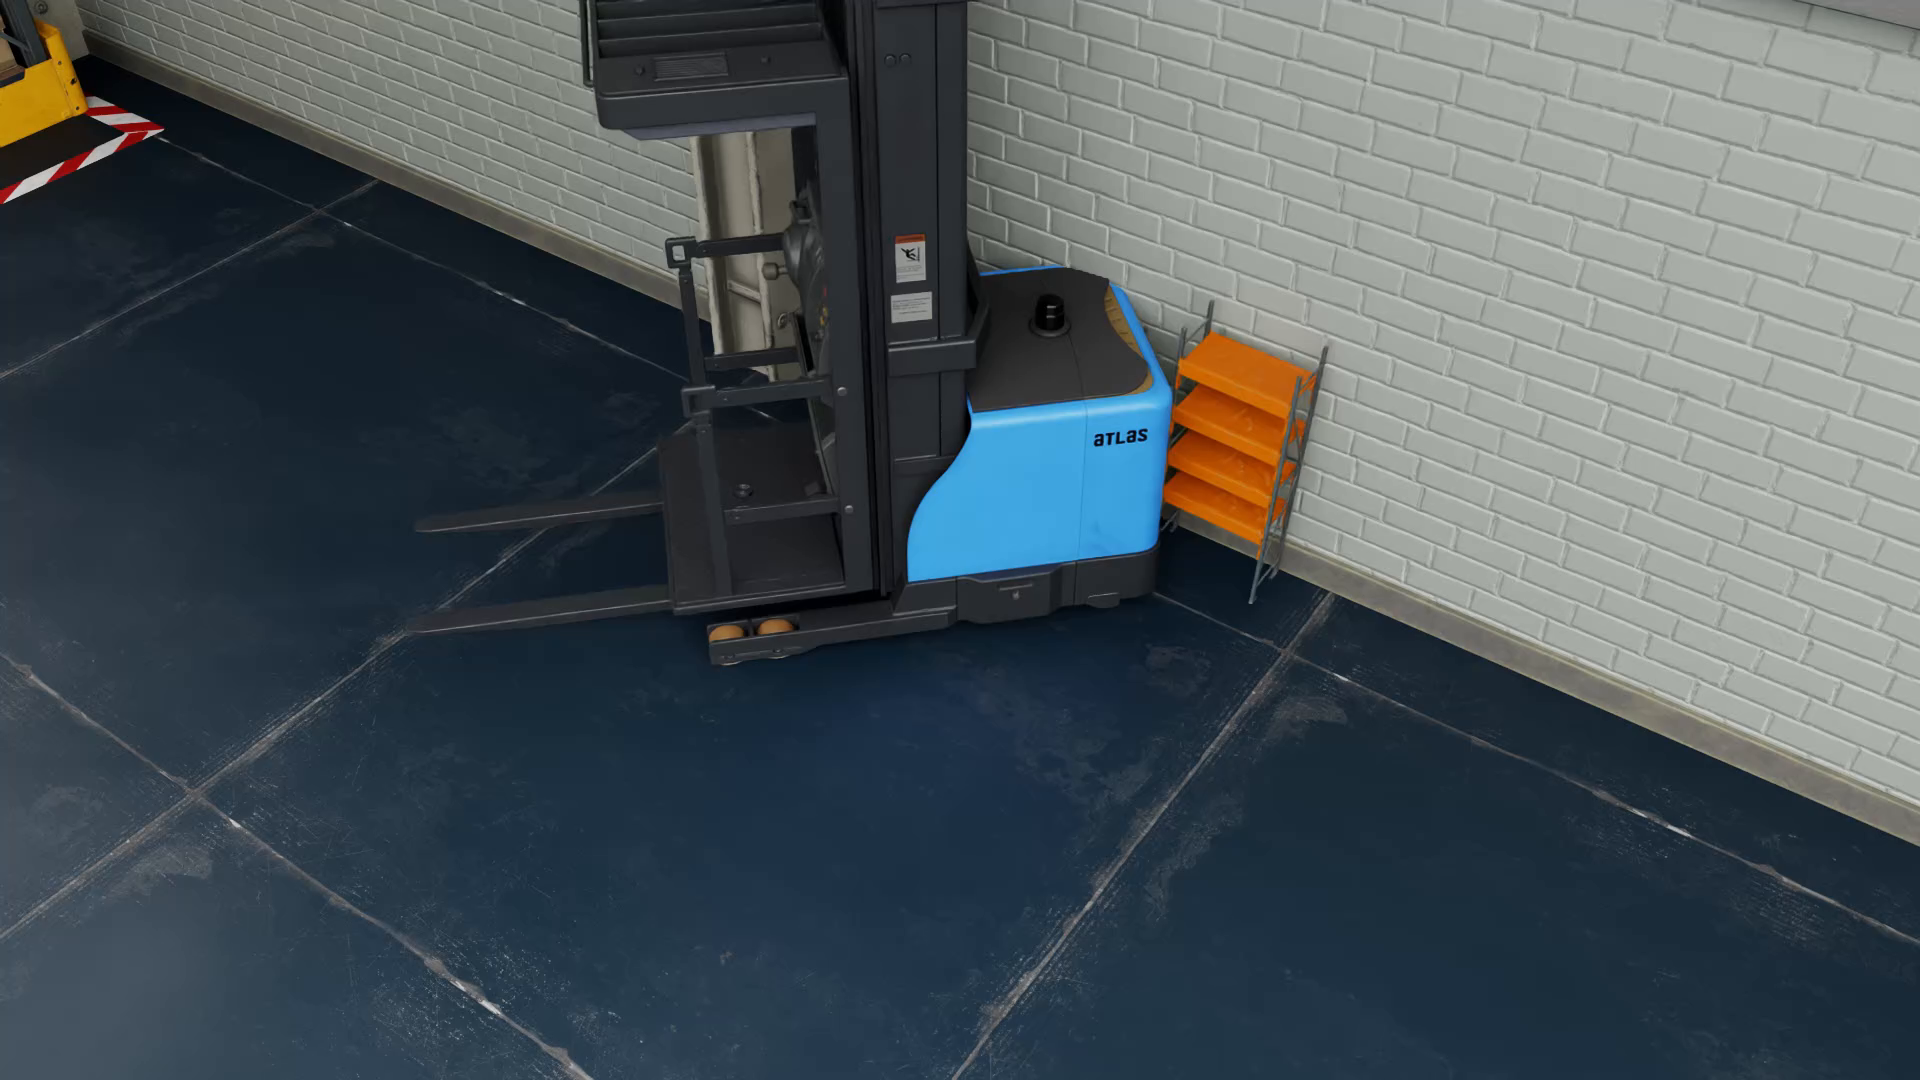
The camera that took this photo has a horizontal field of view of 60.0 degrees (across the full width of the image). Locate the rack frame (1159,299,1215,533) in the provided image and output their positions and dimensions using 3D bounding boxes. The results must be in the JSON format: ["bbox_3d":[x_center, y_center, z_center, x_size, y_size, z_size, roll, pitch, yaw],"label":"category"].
[{"bbox_3d":[0.898,-0.433,6.800,0.015,1.200,0.240,27,49,23],"label":"rack frame"}]

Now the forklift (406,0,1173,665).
[{"bbox_3d":[-0.745,-0.972,6.139,3.031,2.935,1.130,-7,42,-8],"label":"forklift"}]

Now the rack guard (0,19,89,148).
[{"bbox_3d":[-5.797,-2.582,9.761,0.348,0.500,1.175,25,48,25],"label":"rack guard"}]

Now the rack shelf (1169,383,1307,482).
[{"bbox_3d":[1.102,-0.445,6.595,0.480,0.148,0.258,27,49,23],"label":"rack shelf"}]

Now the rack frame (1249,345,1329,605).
[{"bbox_3d":[1.298,-0.231,6.606,0.015,1.200,0.240,27,49,23],"label":"rack frame"}]

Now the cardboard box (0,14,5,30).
[{"bbox_3d":[-6.083,-3.134,9.876,0.500,0.250,0.500,26,48,26],"label":"cardboard box"}]

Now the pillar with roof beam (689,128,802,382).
[{"bbox_3d":[-3.429,-1.870,2.591,0.400,9.000,9.100,25,48,25],"label":"pillar with roof beam"}]

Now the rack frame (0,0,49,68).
[{"bbox_3d":[-5.817,-3.523,8.938,0.127,3.000,1.000,25,48,25],"label":"rack frame"}]

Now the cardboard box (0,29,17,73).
[{"bbox_3d":[-6.107,-2.950,10.044,0.500,0.250,0.500,25,48,25],"label":"cardboard box"}]

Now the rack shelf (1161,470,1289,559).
[{"bbox_3d":[1.091,-0.140,6.887,0.480,0.148,0.258,27,49,23],"label":"rack shelf"}]

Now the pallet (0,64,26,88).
[{"bbox_3d":[-6.467,-2.754,10.169,1.213,0.211,1.003,25,48,25],"label":"pallet"}]

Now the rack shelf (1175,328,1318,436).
[{"bbox_3d":[1.109,-0.615,6.431,0.480,0.148,0.258,27,49,23],"label":"rack shelf"}]

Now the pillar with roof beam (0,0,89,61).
[{"bbox_3d":[-8.342,-4.167,5.158,0.400,9.000,9.100,25,48,25],"label":"pillar with roof beam"}]

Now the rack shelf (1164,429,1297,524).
[{"bbox_3d":[1.096,-0.283,6.750,0.480,0.148,0.258,27,49,23],"label":"rack shelf"}]

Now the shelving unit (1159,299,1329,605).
[{"bbox_3d":[1.098,-0.332,6.703,0.503,1.200,0.258,27,49,23],"label":"shelving unit"}]
